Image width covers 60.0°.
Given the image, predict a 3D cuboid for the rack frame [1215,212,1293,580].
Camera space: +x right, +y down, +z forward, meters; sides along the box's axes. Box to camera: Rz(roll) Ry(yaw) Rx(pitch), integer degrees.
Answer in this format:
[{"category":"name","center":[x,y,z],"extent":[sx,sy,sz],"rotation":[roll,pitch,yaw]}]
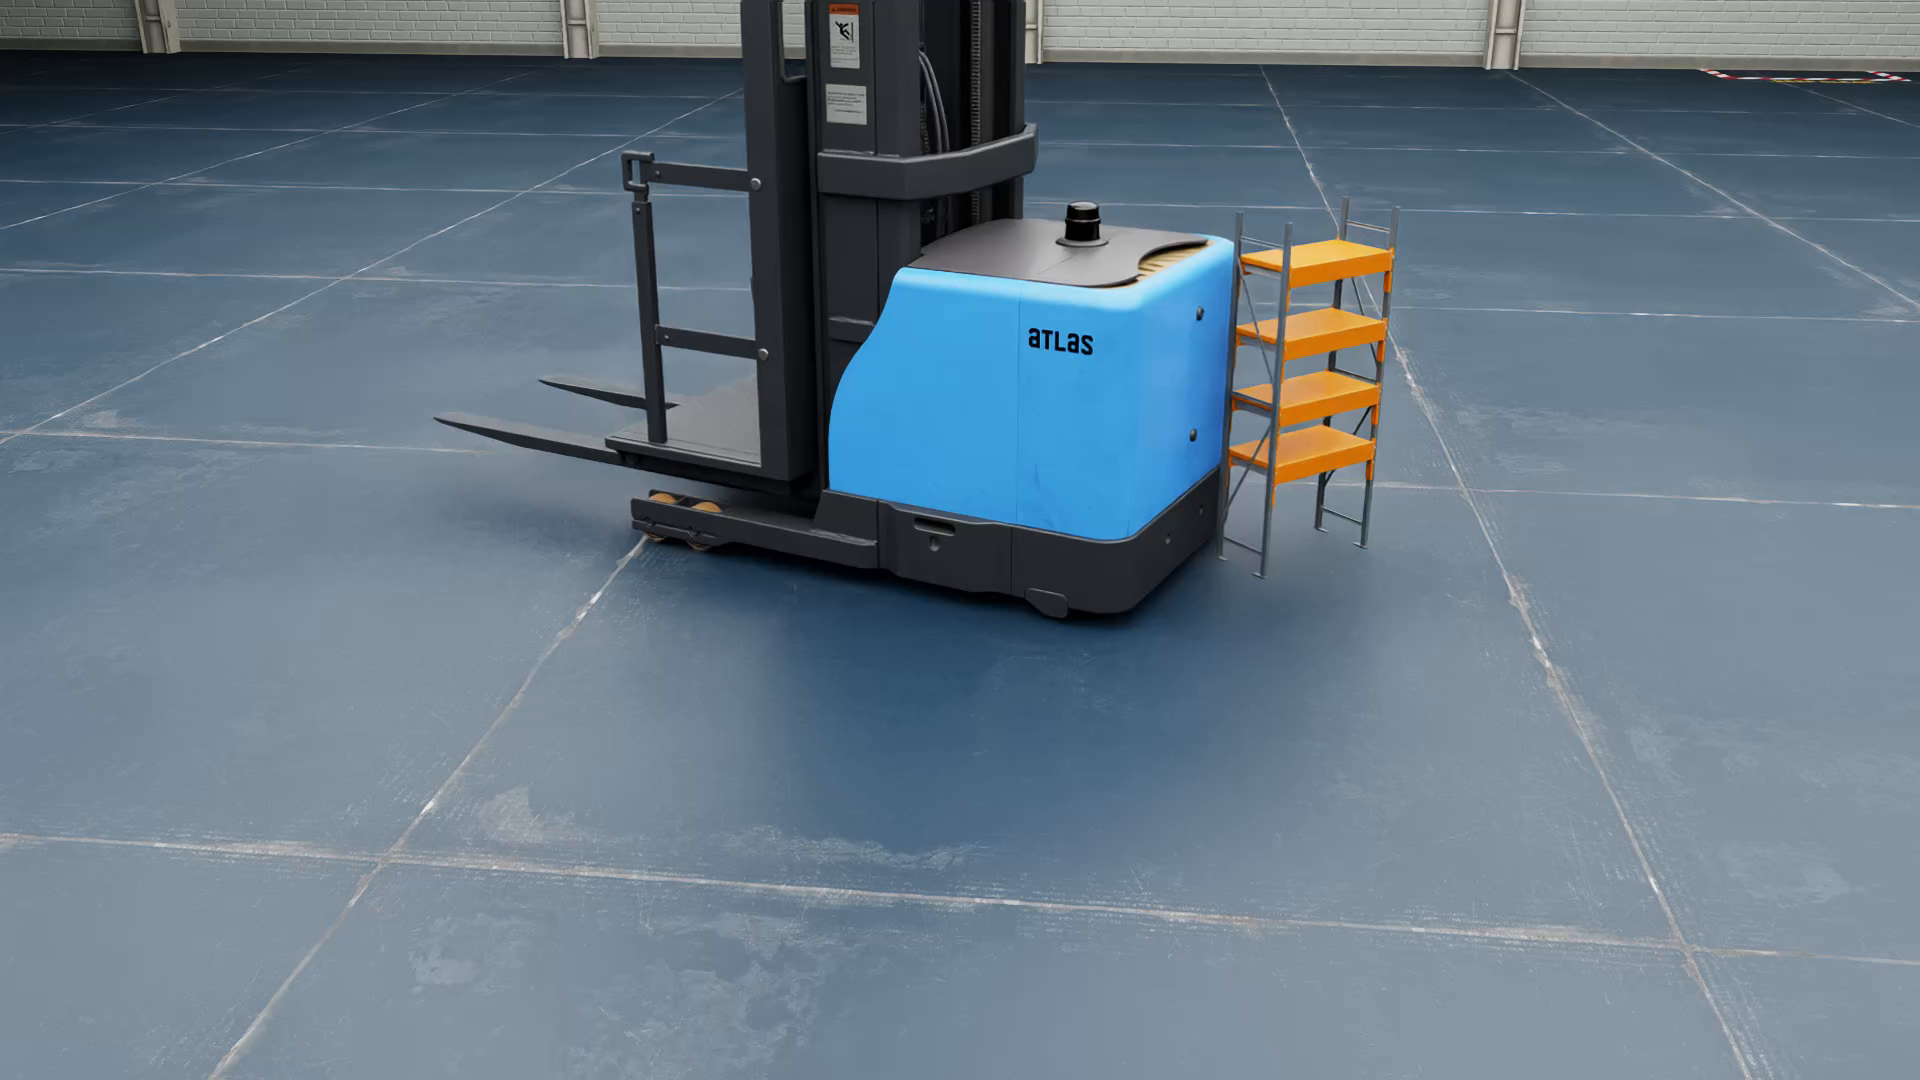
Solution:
[{"category":"rack frame","center":[0.961,-0.461,5.474],"extent":[0.015,1.200,0.240],"rotation":[-14,26,-32]}]

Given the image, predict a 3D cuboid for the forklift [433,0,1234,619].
[{"category":"forklift","center":[-0.590,-1.485,5.710],"extent":[3.031,2.935,1.130],"rotation":[11,24,26]}]

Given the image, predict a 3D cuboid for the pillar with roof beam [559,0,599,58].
[{"category":"pillar with roof beam","center":[-5.588,-9.108,16.738],"extent":[0.400,9.000,9.100],"rotation":[2,22,6]}]

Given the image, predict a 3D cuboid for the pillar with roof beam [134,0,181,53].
[{"category":"pillar with roof beam","center":[-11.546,-9.367,17.394],"extent":[0.400,9.000,9.100],"rotation":[2,22,6]}]

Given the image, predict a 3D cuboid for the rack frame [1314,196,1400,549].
[{"category":"rack frame","center":[1.361,-0.564,5.734],"extent":[0.015,1.200,0.240],"rotation":[-14,26,-32]}]

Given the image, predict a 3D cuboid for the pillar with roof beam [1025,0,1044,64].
[{"category":"pillar with roof beam","center":[0.371,-8.848,16.081],"extent":[0.400,9.000,9.100],"rotation":[2,22,6]}]

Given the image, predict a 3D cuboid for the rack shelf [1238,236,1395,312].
[{"category":"rack shelf","center":[1.161,-0.878,5.459],"extent":[0.480,0.148,0.258],"rotation":[-14,26,-32]}]

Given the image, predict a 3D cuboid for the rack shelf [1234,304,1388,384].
[{"category":"rack shelf","center":[1.161,-0.658,5.546],"extent":[0.480,0.148,0.258],"rotation":[-14,26,-32]}]

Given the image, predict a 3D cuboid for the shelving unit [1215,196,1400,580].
[{"category":"shelving unit","center":[1.161,-0.512,5.604],"extent":[0.503,1.200,0.258],"rotation":[-14,26,-32]}]

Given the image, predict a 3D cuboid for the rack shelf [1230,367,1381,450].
[{"category":"rack shelf","center":[1.161,-0.450,5.629],"extent":[0.480,0.148,0.258],"rotation":[-14,26,-32]}]

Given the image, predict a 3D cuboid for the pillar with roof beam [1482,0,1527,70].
[{"category":"pillar with roof beam","center":[6.329,-8.589,15.424],"extent":[0.400,9.000,9.100],"rotation":[2,22,6]}]

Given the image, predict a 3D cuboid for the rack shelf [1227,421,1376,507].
[{"category":"rack shelf","center":[1.161,-0.265,5.702],"extent":[0.480,0.148,0.258],"rotation":[-14,26,-32]}]
